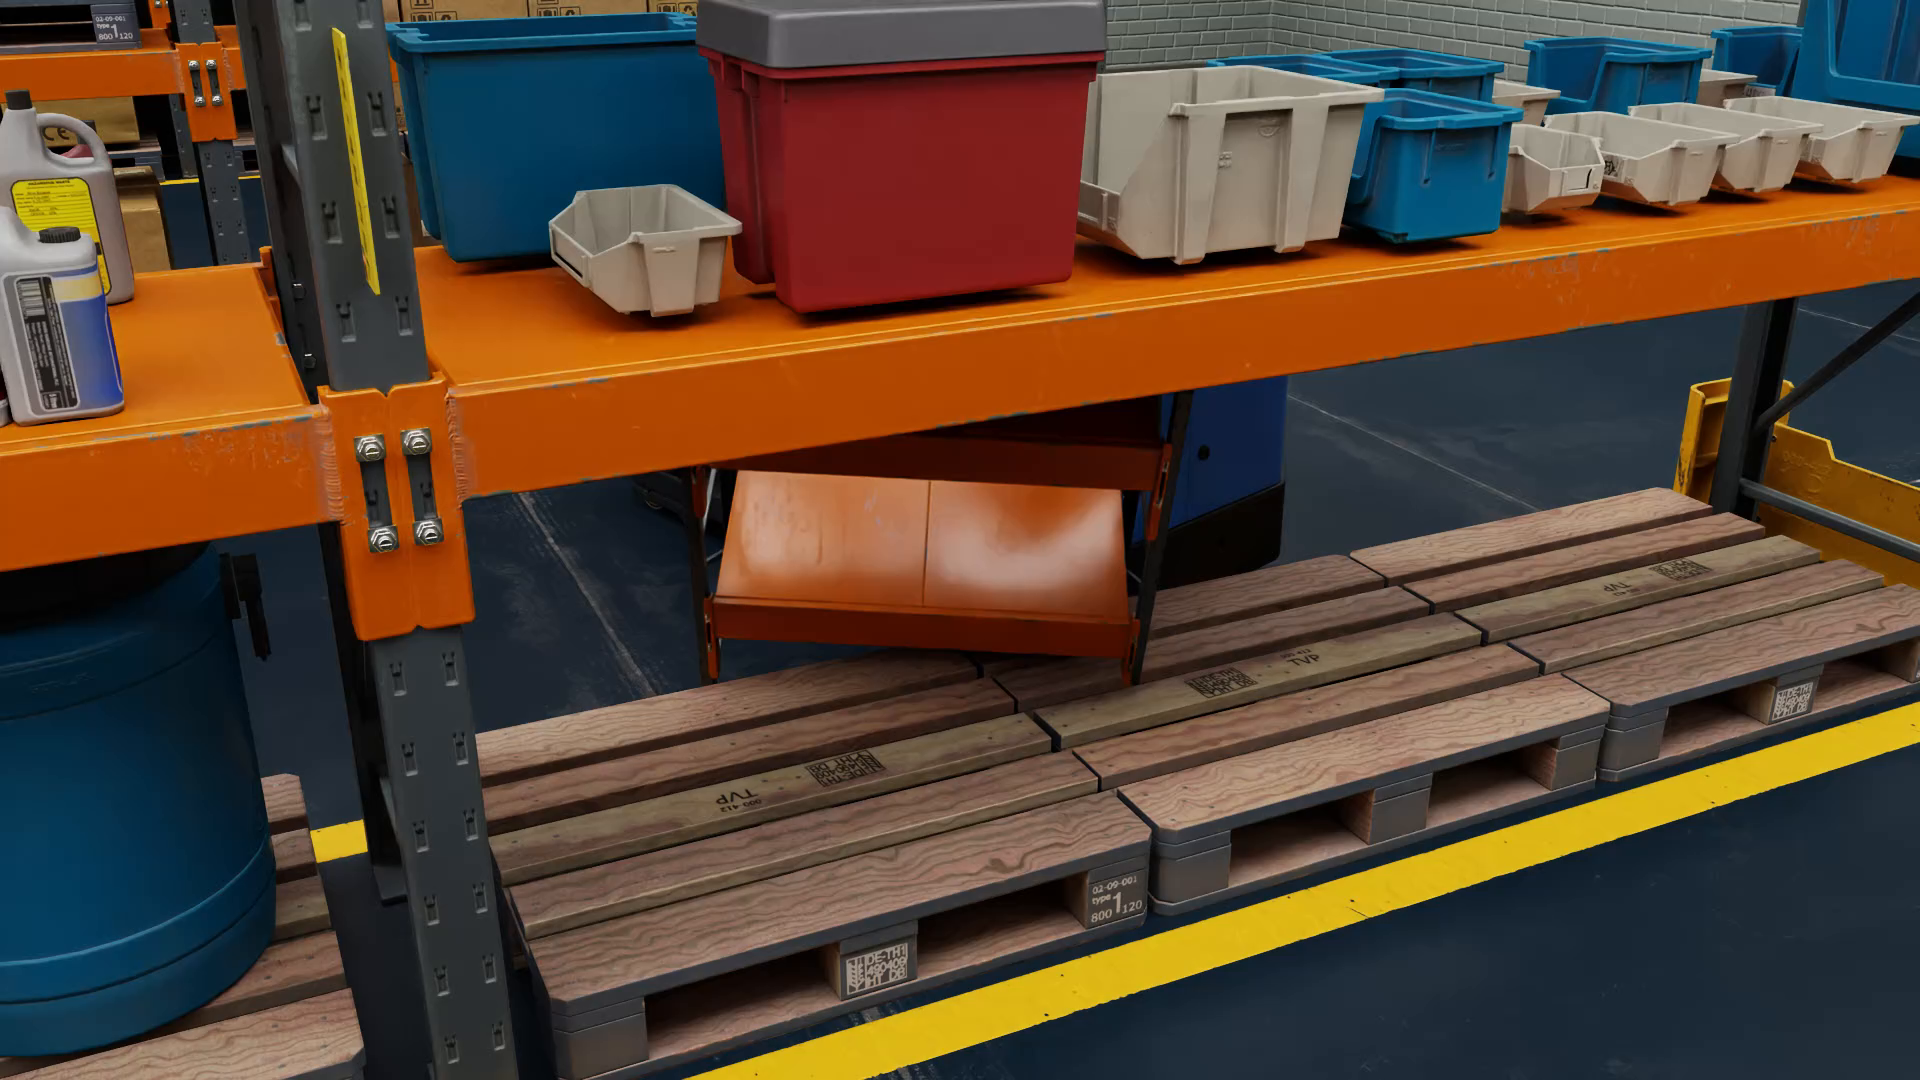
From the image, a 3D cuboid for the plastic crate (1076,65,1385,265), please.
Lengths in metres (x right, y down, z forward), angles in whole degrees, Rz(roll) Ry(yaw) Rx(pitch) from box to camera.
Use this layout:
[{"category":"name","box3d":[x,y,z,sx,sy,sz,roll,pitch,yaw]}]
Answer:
[{"category":"plastic crate","box3d":[0.444,-0.709,3.116,0.530,0.282,0.437,-10,25,-24]}]

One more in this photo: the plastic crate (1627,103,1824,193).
[{"category":"plastic crate","box3d":[1.668,-0.874,3.707,0.243,0.136,0.396,-10,25,-24]}]

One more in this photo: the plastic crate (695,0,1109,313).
[{"category":"plastic crate","box3d":[-0.099,-0.665,2.772,0.583,0.464,0.402,-10,25,-24]}]

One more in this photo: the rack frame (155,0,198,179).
[{"category":"rack frame","box3d":[-5.309,-3.960,10.895,0.127,3.000,1.000,-10,25,-24]}]

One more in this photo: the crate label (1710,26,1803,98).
[{"category":"crate label","box3d":[2.227,-1.232,4.445,0.303,0.233,0.416,-10,25,-24]}]

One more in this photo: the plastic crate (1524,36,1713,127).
[{"category":"plastic crate","box3d":[1.634,-1.123,4.182,0.300,0.233,0.416,-10,25,-24]}]

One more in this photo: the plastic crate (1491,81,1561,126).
[{"category":"plastic crate","box3d":[1.291,-1.051,4.132,0.298,0.136,0.250,-10,25,-24]}]

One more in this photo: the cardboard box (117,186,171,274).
[{"category":"cardboard box","box3d":[-3.478,-1.121,6.730,0.500,0.500,0.500,-11,25,-24]}]

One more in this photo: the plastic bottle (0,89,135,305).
[{"category":"plastic bottle","box3d":[-1.506,-0.570,2.769,0.185,0.351,0.144,-10,25,-24]}]

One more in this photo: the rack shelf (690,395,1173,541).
[{"category":"rack shelf","box3d":[-0.061,-0.303,3.686,1.000,0.278,0.538,3,45,-1]}]

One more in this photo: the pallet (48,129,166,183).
[{"category":"pallet","box3d":[-5.972,-2.518,11.056,1.213,0.211,1.003,-10,25,-24]}]

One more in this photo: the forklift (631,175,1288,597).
[{"category":"forklift","box3d":[-0.438,-1.524,5.099,1.130,2.935,3.031,-21,30,-41]}]

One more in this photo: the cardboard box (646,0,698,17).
[{"category":"cardboard box","box3d":[-1.210,-2.543,7.342,0.500,0.500,0.500,-11,25,-24]}]

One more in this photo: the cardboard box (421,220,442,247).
[{"category":"cardboard box","box3d":[-2.455,-1.415,7.898,0.250,0.149,0.380,-10,25,-24]}]

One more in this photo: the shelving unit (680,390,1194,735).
[{"category":"shelving unit","box3d":[-0.075,-0.095,3.893,1.048,1.125,0.538,3,45,-1]}]

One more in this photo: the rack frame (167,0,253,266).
[{"category":"rack frame","box3d":[-3.157,-2.254,6.772,0.127,3.000,1.000,-10,25,-24]}]

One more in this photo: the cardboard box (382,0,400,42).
[{"category":"cardboard box","box3d":[-2.580,-2.290,6.730,0.500,0.500,0.500,-10,24,-22]}]

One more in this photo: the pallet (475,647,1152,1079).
[{"category":"pallet","box3d":[-0.367,0.607,3.507,1.213,0.211,1.003,-10,25,-24]}]

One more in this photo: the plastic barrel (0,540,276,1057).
[{"category":"plastic barrel","box3d":[-1.510,0.314,2.764,0.708,0.901,0.600,-10,25,-24]}]

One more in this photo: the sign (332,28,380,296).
[{"category":"sign","box3d":[-0.775,-0.484,2.135,0.005,0.325,0.100,-10,25,-24]}]

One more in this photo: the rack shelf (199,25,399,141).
[{"category":"rack shelf","box3d":[-1.355,-2.253,7.711,4.000,0.370,1.077,-10,25,-24]}]

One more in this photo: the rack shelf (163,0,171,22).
[{"category":"rack shelf","box3d":[-3.507,-3.959,11.834,4.000,0.370,1.077,-10,25,-24]}]

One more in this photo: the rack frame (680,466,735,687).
[{"category":"rack frame","box3d":[-0.582,-0.121,3.886,0.032,1.125,0.500,3,45,-1]}]

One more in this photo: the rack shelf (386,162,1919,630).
[{"category":"rack shelf","box3d":[0.790,-0.545,3.586,4.000,0.370,1.077,-10,25,-24]}]

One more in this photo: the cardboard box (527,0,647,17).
[{"category":"cardboard box","box3d":[-1.668,-2.459,7.137,0.500,0.500,0.500,-11,25,-24]}]

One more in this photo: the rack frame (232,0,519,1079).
[{"category":"rack frame","box3d":[-1.012,-0.546,2.647,0.127,3.000,1.000,-10,25,-24]}]

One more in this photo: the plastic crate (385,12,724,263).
[{"category":"plastic crate","box3d":[-0.740,-0.761,3.109,0.575,0.384,0.392,-10,25,-24]}]

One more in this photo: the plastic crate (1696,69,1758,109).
[{"category":"plastic crate","box3d":[1.902,-1.163,4.404,0.298,0.136,0.250,-10,25,-24]}]

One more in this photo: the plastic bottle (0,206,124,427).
[{"category":"plastic bottle","box3d":[-1.227,-0.312,2.243,0.135,0.276,0.152,-10,25,-24]}]

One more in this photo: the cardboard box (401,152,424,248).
[{"category":"cardboard box","box3d":[-2.767,-1.494,7.631,0.500,0.500,0.500,-10,25,-24]}]

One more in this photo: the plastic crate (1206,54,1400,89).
[{"category":"plastic crate","box3d":[0.770,-0.964,3.797,0.300,0.233,0.416,-10,25,-24]}]

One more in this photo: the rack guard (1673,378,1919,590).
[{"category":"rack guard","box3d":[2.608,-0.063,4.748,0.348,0.500,1.175,-10,25,-24]}]

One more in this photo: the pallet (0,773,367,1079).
[{"category":"pallet","box3d":[-1.726,0.856,2.906,1.213,0.211,1.003,-10,25,-24]}]

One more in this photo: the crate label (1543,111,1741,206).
[{"category":"crate label","box3d":[1.428,-0.820,3.575,0.243,0.136,0.396,-10,25,-24]}]

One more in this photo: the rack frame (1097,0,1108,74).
[{"category":"rack frame","box3d":[0.447,-2.917,8.375,0.127,3.000,1.000,-10,25,-24]}]

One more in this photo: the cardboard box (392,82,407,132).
[{"category":"cardboard box","box3d":[-4.137,-3.170,11.705,0.500,0.500,0.700,-11,25,-24]}]

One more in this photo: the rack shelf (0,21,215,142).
[{"category":"rack shelf","box3d":[-4.959,-1.589,6.108,4.000,0.370,1.077,-10,25,-24]}]

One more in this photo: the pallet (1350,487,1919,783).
[{"category":"pallet","box3d":[1.832,0.203,4.485,1.213,0.211,1.003,-10,25,-24]}]

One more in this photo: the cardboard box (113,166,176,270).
[{"category":"cardboard box","box3d":[-3.699,-1.306,7.175,0.500,0.500,0.500,-12,25,-26]}]

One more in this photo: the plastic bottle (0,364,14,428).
[{"category":"plastic bottle","box3d":[-1.320,-0.249,2.188,0.097,0.201,0.097,0,22,0]}]

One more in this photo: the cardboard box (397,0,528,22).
[{"category":"cardboard box","box3d":[-2.120,-2.376,6.938,0.500,0.500,0.500,-10,24,-23]}]

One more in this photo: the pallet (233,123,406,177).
[{"category":"pallet","box3d":[-4.590,-2.771,11.668,1.213,0.211,1.003,-10,25,-24]}]

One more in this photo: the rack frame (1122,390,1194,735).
[{"category":"rack frame","box3d":[0.433,-0.069,3.899,0.032,1.125,0.500,3,45,-1]}]

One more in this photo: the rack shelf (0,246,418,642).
[{"category":"rack shelf","box3d":[-2.814,0.118,1.983,4.000,0.370,1.077,-10,25,-24]}]

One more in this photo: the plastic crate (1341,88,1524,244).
[{"category":"plastic crate","box3d":[0.853,-0.731,3.234,0.300,0.233,0.416,-10,25,-24]}]

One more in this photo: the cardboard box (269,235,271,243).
[{"category":"cardboard box","box3d":[-2.685,-1.210,7.190,0.500,0.311,0.500,-10,25,-24]}]

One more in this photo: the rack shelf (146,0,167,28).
[{"category":"rack shelf","box3d":[-7.111,-3.296,10.231,4.000,0.370,1.077,-10,25,-24]}]

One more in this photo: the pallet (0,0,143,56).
[{"category":"pallet","box3d":[-3.925,-2.070,6.579,1.213,0.211,1.003,-10,25,-24]}]

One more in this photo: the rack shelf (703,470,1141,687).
[{"category":"rack shelf","box3d":[-0.086,0.078,4.065,1.000,0.278,0.538,3,45,-1]}]

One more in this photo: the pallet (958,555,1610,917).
[{"category":"pallet","box3d":[0.734,0.403,4.000,1.213,0.211,1.003,-10,25,-24]}]

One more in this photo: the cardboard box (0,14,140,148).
[{"category":"cardboard box","box3d":[-5.838,-3.008,10.857,0.750,0.750,0.750,-10,25,-23]}]

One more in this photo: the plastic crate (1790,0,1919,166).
[{"category":"plastic crate","box3d":[2.371,-1.133,3.942,0.499,0.435,0.616,-10,25,-24]}]

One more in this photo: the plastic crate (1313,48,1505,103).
[{"category":"plastic crate","box3d":[1.040,-1.014,3.918,0.300,0.233,0.416,-10,25,-24]}]

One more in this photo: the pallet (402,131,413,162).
[{"category":"pallet","box3d":[-3.489,-2.975,12.160,1.213,0.211,1.003,-10,25,-24]}]

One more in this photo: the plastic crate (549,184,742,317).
[{"category":"plastic crate","box3d":[-0.531,-0.480,2.753,0.243,0.136,0.396,-10,25,-24]}]

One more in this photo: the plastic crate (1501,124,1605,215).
[{"category":"plastic crate","box3d":[1.169,-0.764,3.441,0.250,0.136,0.298,-10,25,-24]}]

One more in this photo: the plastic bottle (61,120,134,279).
[{"category":"plastic bottle","box3d":[-1.528,-0.578,2.877,0.133,0.283,0.061,-10,25,-24]}]

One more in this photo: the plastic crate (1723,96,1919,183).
[{"category":"plastic crate","box3d":[1.936,-0.918,3.811,0.243,0.136,0.396,-10,25,-24]}]

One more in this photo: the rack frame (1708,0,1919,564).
[{"category":"rack frame","box3d":[2.592,-1.209,4.250,0.127,3.000,1.000,-10,25,-24]}]
